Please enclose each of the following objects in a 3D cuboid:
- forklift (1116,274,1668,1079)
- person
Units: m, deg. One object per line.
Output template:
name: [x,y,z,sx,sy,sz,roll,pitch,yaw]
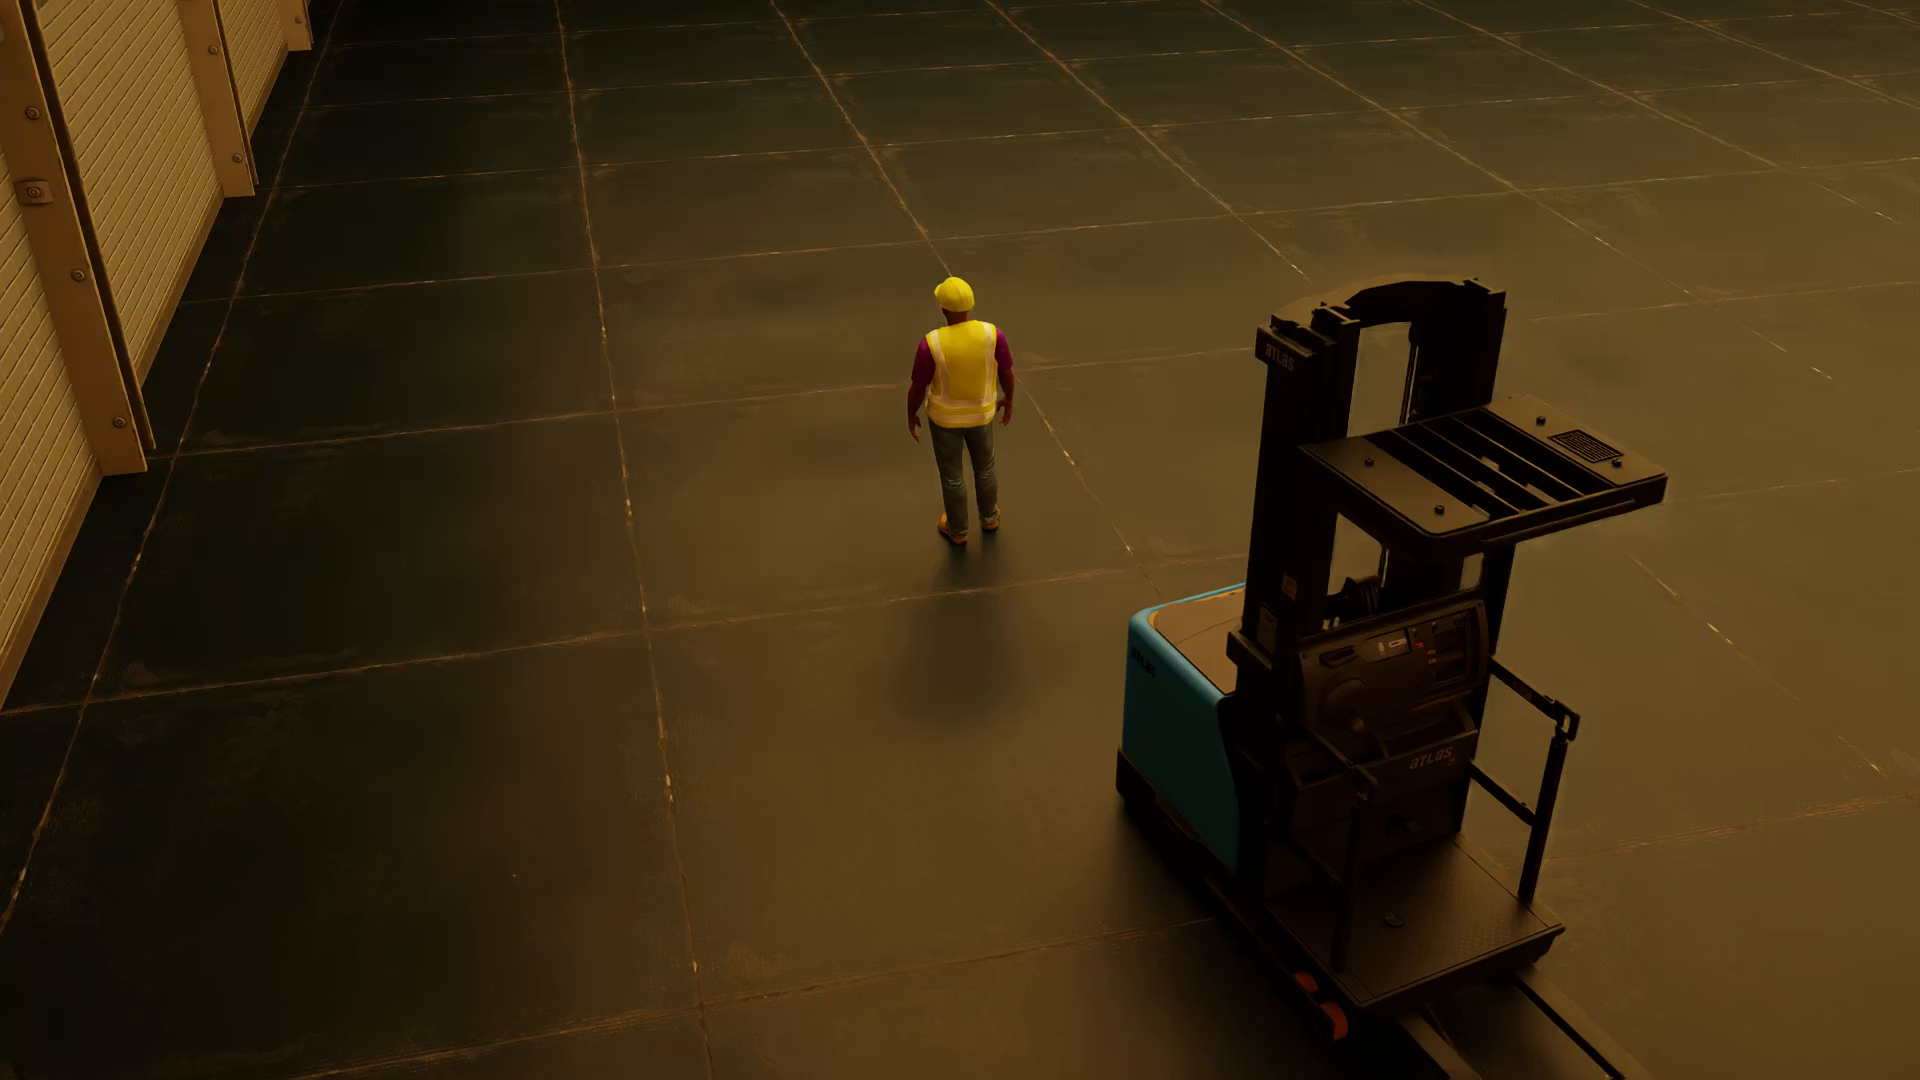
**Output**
forklift: [1.863,0.562,6.603,1.130,2.935,3.031,-13,33,-22]
person: [-0.011,-0.805,10.114,0.665,1.768,0.575,-7,31,-12]
